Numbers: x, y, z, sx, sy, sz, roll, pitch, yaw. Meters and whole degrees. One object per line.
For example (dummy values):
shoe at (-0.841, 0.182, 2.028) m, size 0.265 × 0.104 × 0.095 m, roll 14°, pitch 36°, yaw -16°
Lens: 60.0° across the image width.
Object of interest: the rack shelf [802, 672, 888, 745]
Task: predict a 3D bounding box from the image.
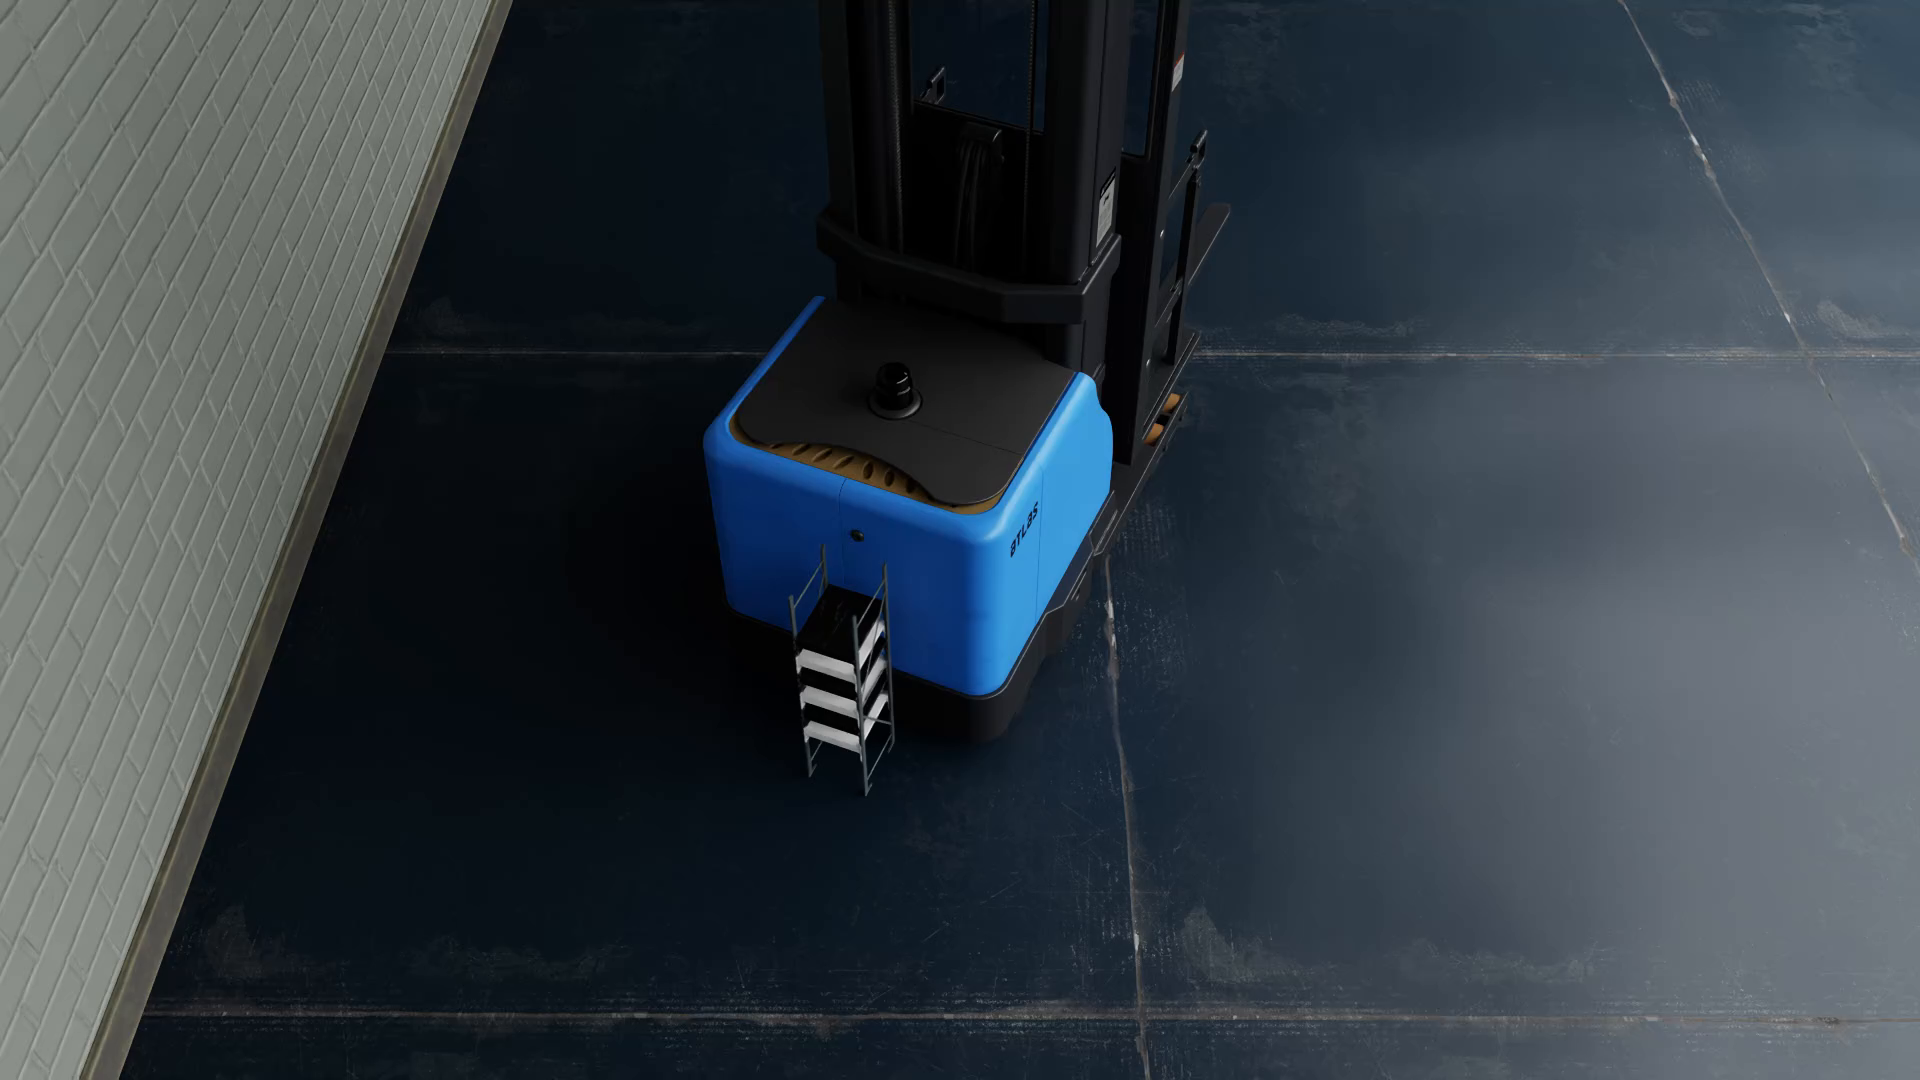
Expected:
rack shelf at (-0.361, 0.511, 5.328) m, size 0.200 × 0.077 × 0.258 m, roll 16°, pitch 49°, yaw 15°

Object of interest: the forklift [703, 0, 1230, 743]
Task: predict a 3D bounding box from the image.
forklift at (0.259, -1.417, 5.566) m, size 1.130 × 2.935 × 3.031 m, roll 18°, pitch 50°, yaw 16°

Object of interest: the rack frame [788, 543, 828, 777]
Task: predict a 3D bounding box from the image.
rack frame at (-0.456, 0.399, 5.264) m, size 0.006 × 0.900 × 0.240 m, roll 16°, pitch 49°, yaw 15°

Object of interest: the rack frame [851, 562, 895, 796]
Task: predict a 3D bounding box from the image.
rack frame at (-0.267, 0.454, 5.212) m, size 0.006 × 0.900 × 0.240 m, roll 16°, pitch 49°, yaw 15°

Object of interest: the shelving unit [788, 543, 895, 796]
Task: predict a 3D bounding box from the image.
shelving unit at (-0.361, 0.427, 5.238) m, size 0.210 × 0.900 × 0.258 m, roll 16°, pitch 49°, yaw 15°

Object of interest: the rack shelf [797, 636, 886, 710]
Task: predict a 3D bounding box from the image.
rack shelf at (-0.361, 0.388, 5.196) m, size 0.200 × 0.077 × 0.258 m, roll 16°, pitch 49°, yaw 15°

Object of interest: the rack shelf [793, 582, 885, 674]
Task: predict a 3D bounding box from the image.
rack shelf at (-0.361, 0.265, 5.065) m, size 0.200 × 0.077 × 0.258 m, roll 16°, pitch 49°, yaw 15°

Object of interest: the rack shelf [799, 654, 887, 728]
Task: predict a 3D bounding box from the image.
rack shelf at (-0.361, 0.449, 5.262) m, size 0.200 × 0.077 × 0.258 m, roll 16°, pitch 49°, yaw 15°

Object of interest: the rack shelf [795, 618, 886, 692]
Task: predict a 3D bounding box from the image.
rack shelf at (-0.361, 0.327, 5.131) m, size 0.200 × 0.077 × 0.258 m, roll 16°, pitch 49°, yaw 15°

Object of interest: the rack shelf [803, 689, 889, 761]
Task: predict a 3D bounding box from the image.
rack shelf at (-0.362, 0.572, 5.394) m, size 0.200 × 0.077 × 0.258 m, roll 16°, pitch 49°, yaw 15°
